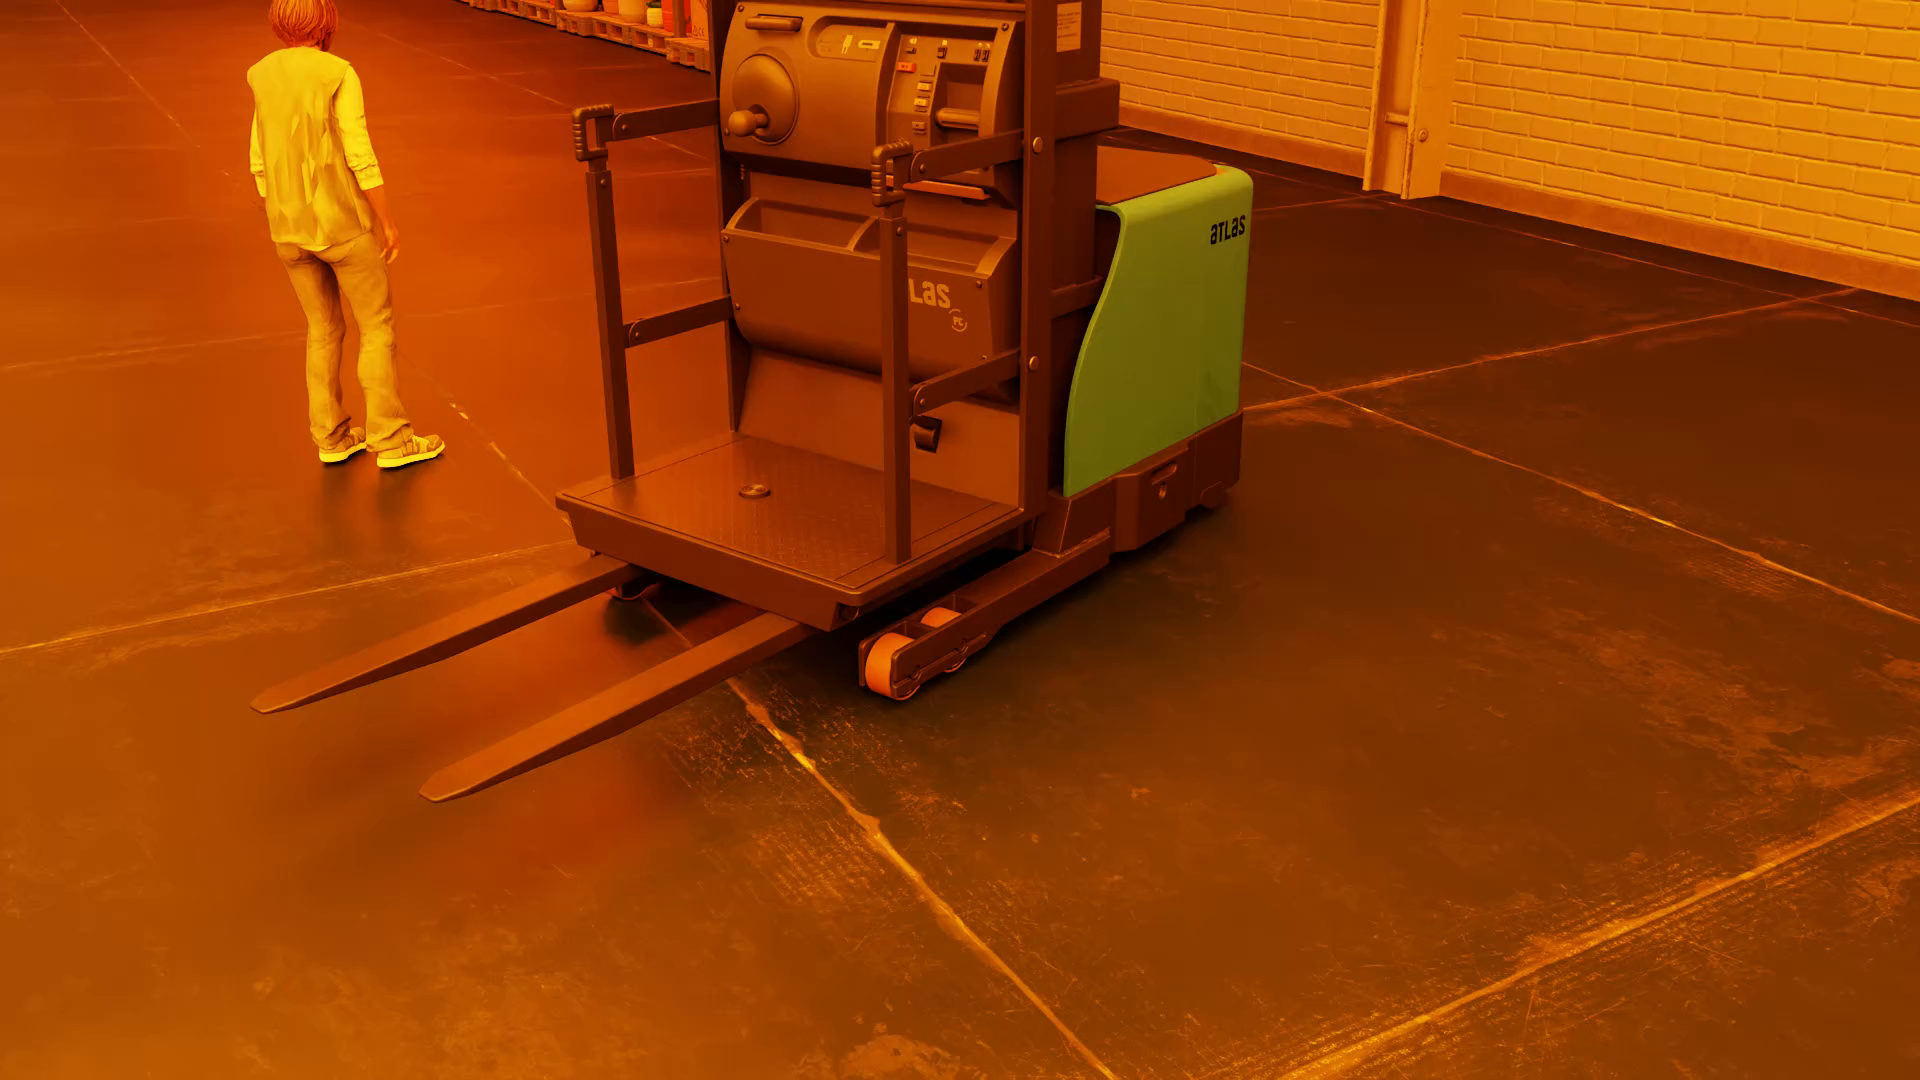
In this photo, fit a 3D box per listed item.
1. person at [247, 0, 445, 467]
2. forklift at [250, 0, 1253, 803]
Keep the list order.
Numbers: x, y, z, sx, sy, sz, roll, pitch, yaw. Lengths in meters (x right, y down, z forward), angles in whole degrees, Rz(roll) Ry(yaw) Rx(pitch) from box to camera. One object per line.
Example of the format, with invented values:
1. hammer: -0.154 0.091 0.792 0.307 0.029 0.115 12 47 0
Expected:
1. person: -2.090 -1.022 5.526 0.487 1.594 0.341 6 23 15
2. forklift: -0.383 -1.166 4.115 1.130 2.935 3.031 16 27 34
